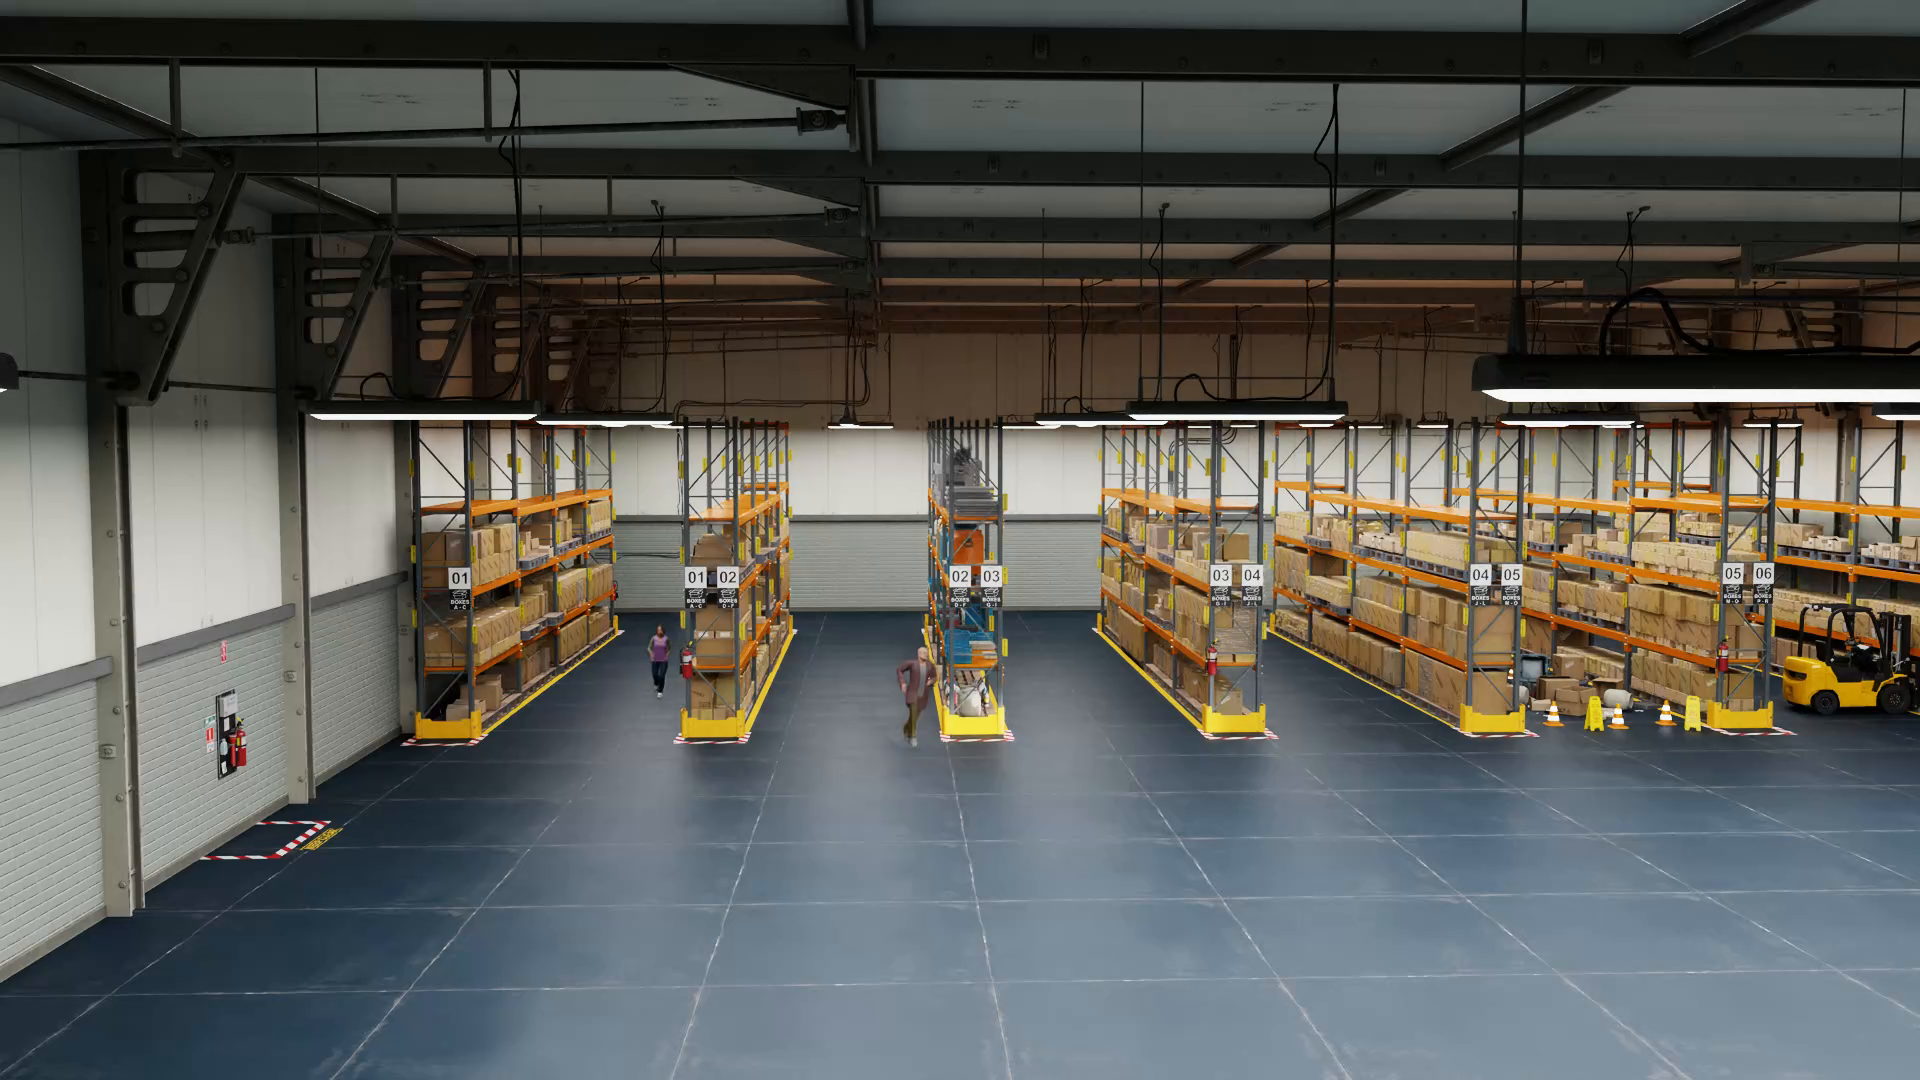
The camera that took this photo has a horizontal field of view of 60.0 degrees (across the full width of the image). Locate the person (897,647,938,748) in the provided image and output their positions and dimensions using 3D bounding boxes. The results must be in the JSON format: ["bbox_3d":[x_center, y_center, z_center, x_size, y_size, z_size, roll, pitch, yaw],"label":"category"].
[{"bbox_3d":[-0.726,2.841,30.456,0.738,1.740,0.983,-2,4,-24],"label":"person"}]

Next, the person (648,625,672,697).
[{"bbox_3d":[-6.449,2.612,35.723,0.518,1.554,0.526,-1,4,-9],"label":"person"}]

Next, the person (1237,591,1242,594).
[{"bbox_3d":[8.242,1.804,48.667,0.613,1.503,0.793,3,5,39],"label":"person"}]

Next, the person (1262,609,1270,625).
[{"bbox_3d":[8.608,1.662,48.815,1.109,1.725,0.697,0,4,-4],"label":"person"}]

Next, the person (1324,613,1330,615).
[{"bbox_3d":[10.697,1.751,48.303,0.637,1.692,0.780,-3,5,-38],"label":"person"}]
